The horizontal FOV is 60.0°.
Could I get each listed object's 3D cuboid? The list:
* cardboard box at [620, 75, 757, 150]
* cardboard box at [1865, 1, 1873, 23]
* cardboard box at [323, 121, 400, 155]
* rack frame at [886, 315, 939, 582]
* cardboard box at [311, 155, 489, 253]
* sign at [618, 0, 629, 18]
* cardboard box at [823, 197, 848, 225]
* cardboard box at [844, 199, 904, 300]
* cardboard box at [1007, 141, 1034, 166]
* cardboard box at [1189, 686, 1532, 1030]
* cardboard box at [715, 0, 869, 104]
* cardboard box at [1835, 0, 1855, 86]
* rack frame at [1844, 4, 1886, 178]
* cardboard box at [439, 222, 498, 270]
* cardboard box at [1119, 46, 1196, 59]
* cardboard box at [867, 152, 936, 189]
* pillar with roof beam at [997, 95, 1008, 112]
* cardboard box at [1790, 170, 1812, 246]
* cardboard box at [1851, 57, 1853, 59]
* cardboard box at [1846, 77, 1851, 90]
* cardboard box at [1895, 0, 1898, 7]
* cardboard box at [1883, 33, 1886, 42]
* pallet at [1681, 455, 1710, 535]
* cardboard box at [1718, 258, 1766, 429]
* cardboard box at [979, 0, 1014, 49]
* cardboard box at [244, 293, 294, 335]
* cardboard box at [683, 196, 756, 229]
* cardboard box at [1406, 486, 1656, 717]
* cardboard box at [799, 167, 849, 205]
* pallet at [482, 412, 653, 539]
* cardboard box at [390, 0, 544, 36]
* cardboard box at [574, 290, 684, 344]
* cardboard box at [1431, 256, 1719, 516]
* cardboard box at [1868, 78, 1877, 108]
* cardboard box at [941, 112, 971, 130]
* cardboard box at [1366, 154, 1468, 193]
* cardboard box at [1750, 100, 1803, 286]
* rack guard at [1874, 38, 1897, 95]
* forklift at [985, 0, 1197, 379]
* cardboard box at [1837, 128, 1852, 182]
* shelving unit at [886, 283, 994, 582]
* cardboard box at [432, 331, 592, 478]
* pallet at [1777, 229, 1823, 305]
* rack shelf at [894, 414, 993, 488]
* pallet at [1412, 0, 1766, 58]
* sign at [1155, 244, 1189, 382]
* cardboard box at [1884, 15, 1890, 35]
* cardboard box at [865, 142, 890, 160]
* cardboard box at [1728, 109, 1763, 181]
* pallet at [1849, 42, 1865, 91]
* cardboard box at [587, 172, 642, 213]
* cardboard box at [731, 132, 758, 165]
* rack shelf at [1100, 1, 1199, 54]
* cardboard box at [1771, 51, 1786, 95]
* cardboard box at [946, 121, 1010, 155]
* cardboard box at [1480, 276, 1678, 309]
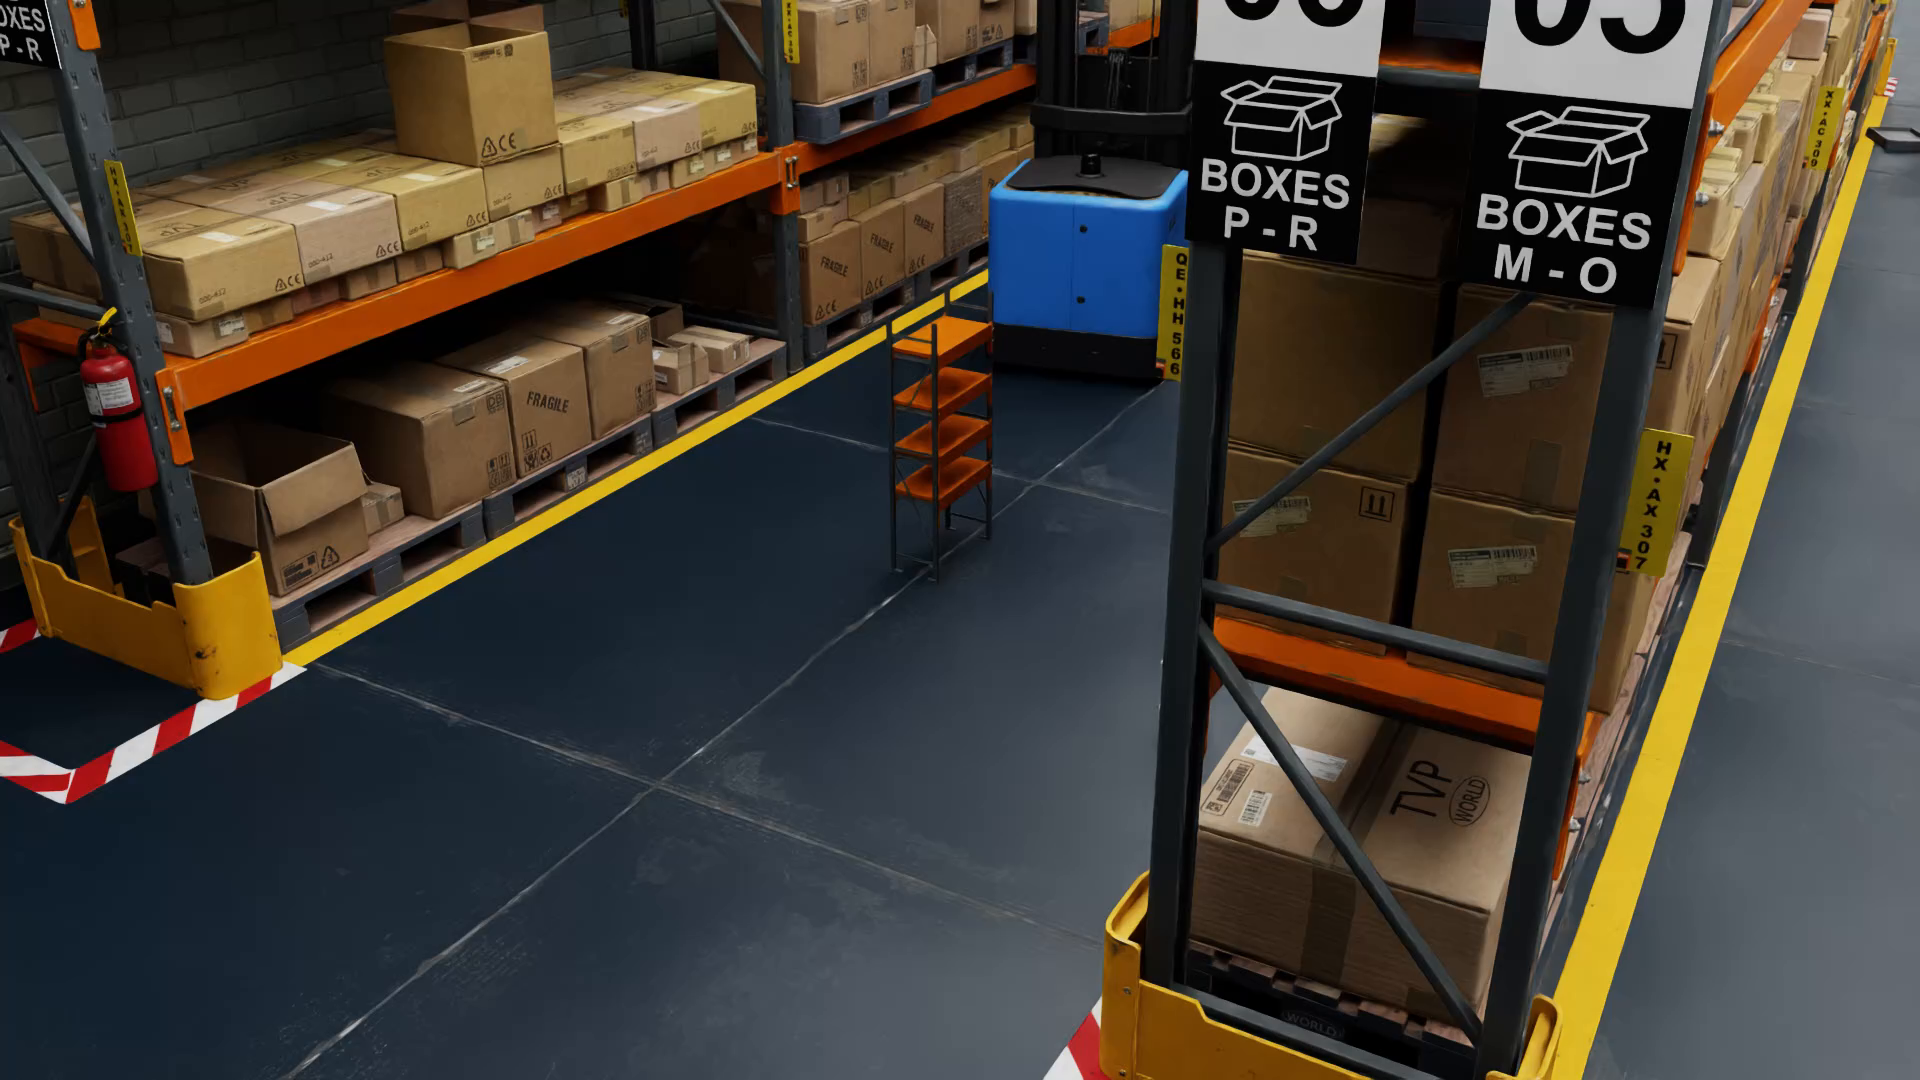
[{"bbox_3d":[-1.416,-2.242,8.714,0.500,0.250,0.500,15,30,27],"label":"cardboard box"},{"bbox_3d":[5.587,-3.590,10.658,0.500,0.500,0.500,16,31,29],"label":"cardboard box"},{"bbox_3d":[-2.590,-1.770,7.769,0.500,0.250,0.500,14,30,26],"label":"cardboard box"},{"bbox_3d":[-0.201,-0.377,7.163,0.240,1.200,0.015,14,30,26],"label":"rack frame"},{"bbox_3d":[-2.393,-1.448,7.127,0.500,0.250,0.500,14,30,25],"label":"cardboard box"},{"bbox_3d":[-1.862,-3.067,9.233,0.100,0.325,0.005,14,30,26],"label":"sign"},{"bbox_3d":[-0.900,-1.995,9.983,0.380,0.149,0.250,13,30,25],"label":"cardboard box"},{"bbox_3d":[-0.690,-1.847,10.412,0.500,0.500,0.500,14,30,25],"label":"cardboard box"},{"bbox_3d":[0.314,-2.653,12.021,0.500,0.500,0.500,14,30,25],"label":"cardboard box"},{"bbox_3d":[1.216,0.901,4.993,0.875,0.438,0.875,13,29,24],"label":"cardboard box"},{"bbox_3d":[-0.945,-2.800,9.412,0.700,0.500,0.500,15,30,27],"label":"cardboard box"},{"bbox_3d":[3.888,-2.336,7.837,0.500,0.500,0.500,13,30,25],"label":"cardboard box"},{"bbox_3d":[6.881,-4.455,13.298,1.000,3.000,0.127,14,30,26],"label":"rack frame"},{"bbox_3d":[-2.268,-1.316,7.309,0.380,0.149,0.250,13,30,25],"label":"cardboard box"},{"bbox_3d":[1.555,-3.872,14.318,0.875,0.625,0.625,13,29,24],"label":"cardboard box"},{"bbox_3d":[-0.382,-2.392,10.777,0.380,0.149,0.250,15,30,28],"label":"cardboard box"},{"bbox_3d":[4.195,-6.429,10.539,9.100,9.000,0.400,14,30,26],"label":"pillar with roof beam"},{"bbox_3d":[3.645,-1.585,7.733,0.500,0.250,0.500,13,30,25],"label":"cardboard box"},{"bbox_3d":[4.648,-2.607,9.216,0.500,0.250,0.500,13,30,25],"label":"cardboard box"},{"bbox_3d":[4.891,-2.574,9.710,0.500,0.250,0.500,13,29,24],"label":"cardboard box"},{"bbox_3d":[8.560,-5.070,15.567,0.380,0.149,0.250,15,30,28],"label":"cardboard box"},{"bbox_3d":[7.660,-4.130,14.414,0.500,0.500,0.500,16,31,28],"label":"cardboard box"},{"bbox_3d":[3.260,-0.407,8.328,1.003,0.211,1.213,14,30,26],"label":"pallet"},{"bbox_3d":[2.457,-0.744,5.773,0.500,0.500,0.500,14,30,25],"label":"cardboard box"},{"bbox_3d":[-0.052,-3.544,10.895,0.797,0.503,0.637,13,30,25],"label":"cardboard box"},{"bbox_3d":[-2.860,-0.934,6.546,0.380,0.149,0.250,15,30,27],"label":"cardboard box"},{"bbox_3d":[-1.448,-1.995,9.984,0.380,0.149,0.250,13,29,24],"label":"cardboard box"},{"bbox_3d":[1.464,0.053,4.181,0.500,0.500,0.500,14,30,26],"label":"cardboard box"},{"bbox_3d":[-0.883,-2.115,9.890,0.380,0.149,0.250,13,29,24],"label":"cardboard box"},{"bbox_3d":[-2.315,-0.437,8.387,1.003,0.211,1.213,14,30,26],"label":"pallet"},{"bbox_3d":[-2.342,-2.308,8.007,0.500,0.500,0.500,13,30,25],"label":"cardboard box"},{"bbox_3d":[-1.908,-1.209,9.348,0.500,0.311,0.500,15,30,28],"label":"cardboard box"},{"bbox_3d":[1.462,-0.394,3.958,0.500,0.500,0.500,13,30,25],"label":"cardboard box"},{"bbox_3d":[8.171,-4.192,15.376,0.500,0.250,0.500,13,29,24],"label":"cardboard box"},{"bbox_3d":[-0.144,-3.001,11.992,0.380,0.149,0.250,15,30,27],"label":"cardboard box"},{"bbox_3d":[1.084,-0.848,4.140,0.380,0.149,0.250,15,30,27],"label":"cardboard box"},{"bbox_3d":[2.455,-1.188,5.543,0.500,0.500,0.500,15,30,27],"label":"cardboard box"},{"bbox_3d":[8.812,-4.866,16.913,1.175,0.500,0.348,14,30,26],"label":"rack guard"},{"bbox_3d":[1.065,-2.864,10.197,1.130,2.935,3.031,8,28,15],"label":"forklift"},{"bbox_3d":[6.275,-2.982,12.822,0.950,0.372,0.625,16,31,29],"label":"cardboard box"},{"bbox_3d":[-0.081,-0.472,7.353,0.258,1.200,0.503,14,30,26],"label":"shelving unit"},{"bbox_3d":[-2.160,-0.666,8.052,0.500,0.500,0.500,15,30,27],"label":"cardboard box"},{"bbox_3d":[5.299,-1.953,11.416,1.003,0.211,1.213,14,30,26],"label":"pallet"},{"bbox_3d":[-0.081,-0.412,7.383,0.258,0.148,0.480,14,30,26],"label":"rack shelf"},{"bbox_3d":[1.334,-1.371,3.886,1.003,0.211,1.213,14,30,26],"label":"pallet"},{"bbox_3d":[0.513,-0.527,3.893,0.100,0.325,0.005,14,30,26],"label":"sign"},{"bbox_3d":[7.772,-4.445,14.319,0.380,0.149,0.250,15,30,28],"label":"cardboard box"},{"bbox_3d":[-0.697,-2.601,11.194,0.380,0.149,0.250,13,29,24],"label":"cardboard box"},{"bbox_3d":[2.045,-1.140,4.722,0.380,0.149,0.250,14,30,27],"label":"cardboard box"},{"bbox_3d":[5.171,-3.111,10.828,1.213,0.211,1.003,14,30,26],"label":"pallet"},{"bbox_3d":[-1.784,-1.721,8.119,0.380,0.149,0.250,14,30,25],"label":"cardboard box"},{"bbox_3d":[-1.314,-2.136,8.947,0.380,0.149,0.250,15,30,27],"label":"cardboard box"},{"bbox_3d":[1.574,-4.445,14.083,1.077,0.370,4.000,14,30,26],"label":"rack shelf"},{"bbox_3d":[2.515,-1.547,5.536,0.380,0.149,0.250,14,30,26],"label":"cardboard box"},{"bbox_3d":[0.123,-2.800,11.592,0.380,0.149,0.250,15,30,28],"label":"cardboard box"},{"bbox_3d":[1.394,-0.637,3.719,0.380,0.149,0.250,15,30,27],"label":"cardboard box"}]
